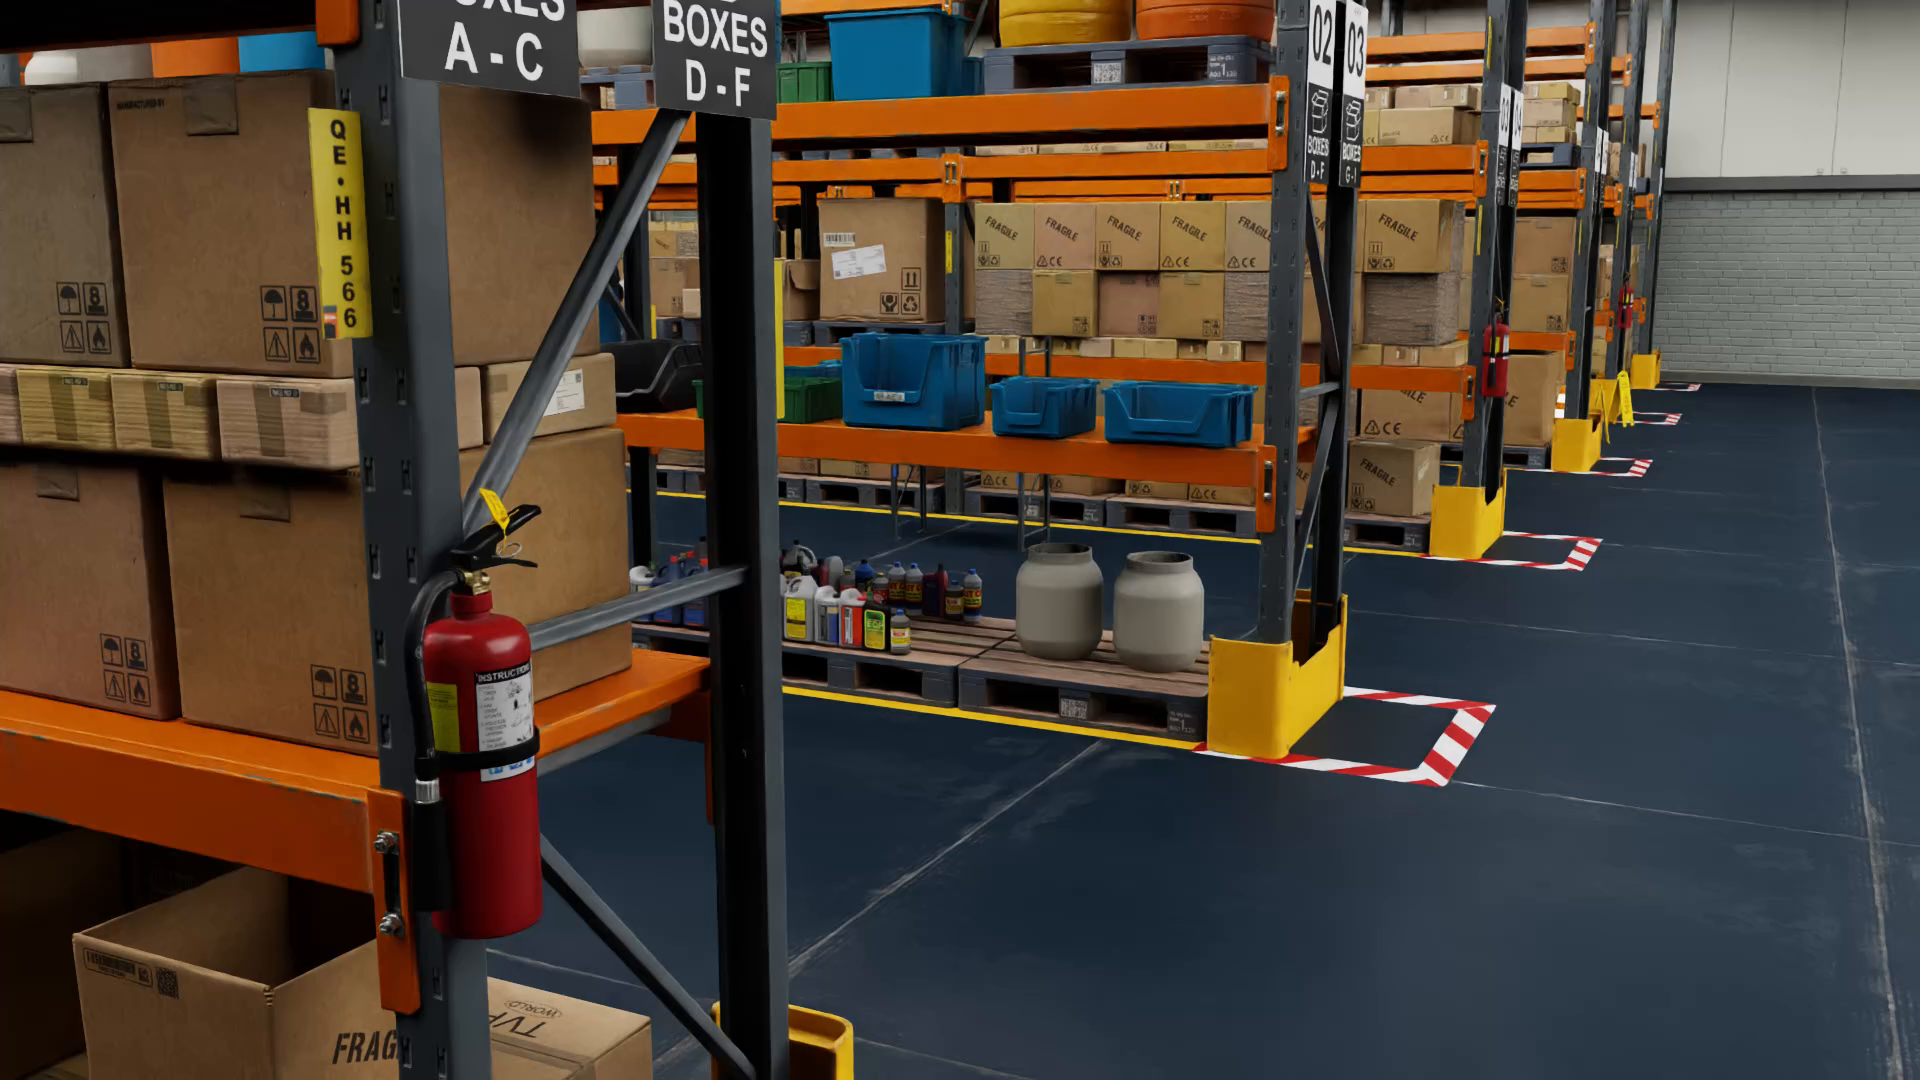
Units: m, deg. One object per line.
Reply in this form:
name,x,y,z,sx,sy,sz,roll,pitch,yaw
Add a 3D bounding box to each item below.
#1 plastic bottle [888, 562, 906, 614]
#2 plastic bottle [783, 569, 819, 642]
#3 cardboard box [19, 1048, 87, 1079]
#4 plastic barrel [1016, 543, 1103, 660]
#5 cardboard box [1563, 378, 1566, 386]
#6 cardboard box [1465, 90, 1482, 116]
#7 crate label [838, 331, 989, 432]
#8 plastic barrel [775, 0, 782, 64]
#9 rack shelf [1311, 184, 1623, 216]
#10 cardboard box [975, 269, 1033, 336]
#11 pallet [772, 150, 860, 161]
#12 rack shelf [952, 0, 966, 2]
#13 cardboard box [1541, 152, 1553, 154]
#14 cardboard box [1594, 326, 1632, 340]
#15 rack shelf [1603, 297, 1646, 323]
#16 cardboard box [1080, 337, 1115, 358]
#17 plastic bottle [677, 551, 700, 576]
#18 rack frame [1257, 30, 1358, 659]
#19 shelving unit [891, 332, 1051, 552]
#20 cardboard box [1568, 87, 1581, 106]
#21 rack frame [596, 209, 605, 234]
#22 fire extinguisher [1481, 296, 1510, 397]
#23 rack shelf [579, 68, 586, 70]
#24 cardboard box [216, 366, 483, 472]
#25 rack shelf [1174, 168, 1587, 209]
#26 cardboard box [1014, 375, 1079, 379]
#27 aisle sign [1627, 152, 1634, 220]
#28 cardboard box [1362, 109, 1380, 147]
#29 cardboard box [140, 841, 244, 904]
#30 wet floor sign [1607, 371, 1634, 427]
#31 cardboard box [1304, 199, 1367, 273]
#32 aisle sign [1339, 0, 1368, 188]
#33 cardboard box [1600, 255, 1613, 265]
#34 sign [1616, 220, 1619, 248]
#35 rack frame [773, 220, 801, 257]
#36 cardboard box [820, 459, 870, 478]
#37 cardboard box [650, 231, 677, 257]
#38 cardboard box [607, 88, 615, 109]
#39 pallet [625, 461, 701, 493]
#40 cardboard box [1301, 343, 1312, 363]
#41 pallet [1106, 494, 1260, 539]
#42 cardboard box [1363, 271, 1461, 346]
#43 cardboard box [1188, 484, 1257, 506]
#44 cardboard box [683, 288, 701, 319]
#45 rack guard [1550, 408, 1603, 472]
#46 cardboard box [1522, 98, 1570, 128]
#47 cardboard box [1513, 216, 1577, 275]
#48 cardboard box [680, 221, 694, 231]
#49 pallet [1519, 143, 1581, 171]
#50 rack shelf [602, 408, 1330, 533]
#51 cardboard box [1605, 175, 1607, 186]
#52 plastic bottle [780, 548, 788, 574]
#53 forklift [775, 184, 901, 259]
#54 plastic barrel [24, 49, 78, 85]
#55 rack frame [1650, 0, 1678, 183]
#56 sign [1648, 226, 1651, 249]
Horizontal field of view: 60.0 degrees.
plastic bottle,-0.333,0.252,8.841,0.097,0.271,0.097,0,10,0
plastic bottle,-0.777,0.318,8.253,0.185,0.351,0.144,6,12,28
cardboard box,-2.157,1.219,3.614,0.500,0.250,0.500,5,11,26
plastic barrel,0.479,0.292,8.002,0.421,0.512,0.421,0,10,0
cardboard box,7.528,-1.982,21.299,0.500,0.250,0.500,5,11,25
cardboard box,3.599,-3.095,11.786,0.250,0.149,0.380,5,11,25
crate label,-0.218,-0.766,7.940,0.616,0.435,0.502,5,11,26
plastic barrel,-1.190,-2.796,8.245,0.708,0.901,0.600,5,11,26
rack shelf,6.335,-4.300,21.164,4.000,0.370,1.077,5,11,26
cardboard box,0.533,-1.903,13.207,0.500,0.500,0.875,5,11,26
pallet,-1.281,-3.283,14.054,1.003,0.211,1.213,5,11,26
rack shelf,1.950,-4.192,12.152,4.000,0.370,1.077,5,11,26
cardboard box,7.244,-4.788,20.308,0.250,0.149,0.380,5,11,25
cardboard box,9.771,-3.145,24.921,0.500,0.250,0.500,5,12,28
rack shelf,8.528,-3.617,25.813,4.000,0.370,1.077,5,11,26
cardboard box,1.106,-1.483,12.705,0.250,0.149,0.380,5,11,26
plastic bottle,-1.431,0.232,8.728,0.185,0.351,0.144,5,11,26
rack frame,1.552,-0.647,7.380,0.127,3.000,1.000,5,11,26
shelving unit,0.077,-0.731,12.060,1.048,1.500,0.538,5,11,26
cardboard box,5.871,-4.300,16.148,0.250,0.149,0.380,5,11,26
rack frame,-4.732,-3.167,21.309,0.127,3.000,1.000,5,11,26
fire extinguisher,3.643,-1.317,11.301,0.183,0.674,0.296,5,11,26
rack shelf,-6.526,-5.921,21.709,4.000,0.370,1.077,5,11,26
cardboard box,-1.070,-0.224,2.942,0.250,0.149,0.380,5,11,25
rack shelf,4.236,-3.501,16.752,4.000,0.370,1.077,5,11,26
cardboard box,0.982,-1.748,18.603,0.750,0.750,1.050,5,11,26
aisle sign,8.056,-4.248,19.982,0.004,0.787,0.394,5,11,26
cardboard box,2.750,-2.876,11.698,0.500,0.250,0.500,5,11,26
cardboard box,-1.474,0.805,3.797,0.500,0.500,0.500,5,11,26
wet floor sign,7.826,-1.676,19.679,0.267,0.644,0.232,-10,14,-43
cardboard box,2.690,-2.168,11.860,0.500,0.500,0.500,5,11,26
aisle sign,1.746,-1.967,7.376,0.004,0.787,0.394,5,11,26
cardboard box,9.644,-4.180,24.800,0.250,0.149,0.380,5,12,27
sign,7.865,-3.659,19.884,0.005,0.325,0.100,5,11,26
rack frame,-2.633,-3.966,25.721,0.127,3.000,1.000,5,11,26
cardboard box,-0.804,-0.832,14.187,0.500,0.500,0.700,5,11,25
cardboard box,-4.536,-4.621,26.252,0.500,0.500,0.500,5,11,26
cardboard box,-2.670,-3.721,14.258,0.500,0.500,0.500,5,11,26
pallet,-2.730,-0.634,15.141,1.213,0.211,1.003,5,11,26
cardboard box,2.503,-1.383,12.156,0.250,0.149,0.380,5,11,26
pallet,1.873,-0.237,12.950,1.213,0.211,1.003,5,11,26
cardboard box,3.263,-1.681,11.979,0.500,0.500,0.875,5,11,26
cardboard box,2.087,-0.560,12.742,0.500,0.500,0.500,6,12,31
cardboard box,-2.029,-2.032,14.277,0.500,0.250,0.500,5,11,24
rack guard,6.051,-0.990,16.296,0.348,0.500,1.175,5,11,26
cardboard box,5.467,-4.020,15.724,0.500,0.250,0.500,5,11,27
cardboard box,5.714,-2.862,16.170,0.550,0.550,0.875,5,11,26
cardboard box,-4.168,-4.911,26.031,0.250,0.149,0.380,5,11,25
pallet,5.359,-3.711,16.138,1.213,0.211,1.003,5,11,26
rack shelf,-0.241,-0.450,8.315,4.000,0.370,1.077,5,11,26
cardboard box,7.685,-4.356,20.160,0.250,0.149,0.380,5,11,26
plastic bottle,-0.993,0.184,9.181,0.133,0.283,0.061,6,12,30
forklift,-1.189,-2.229,16.314,1.130,2.935,3.031,-3,11,-15
plastic barrel,-5.479,-2.735,10.181,0.421,0.512,0.421,0,10,0
rack frame,10.322,-6.765,24.344,0.127,3.000,1.000,5,11,26
sign,10.069,-4.414,24.281,0.005,0.325,0.100,5,11,26
